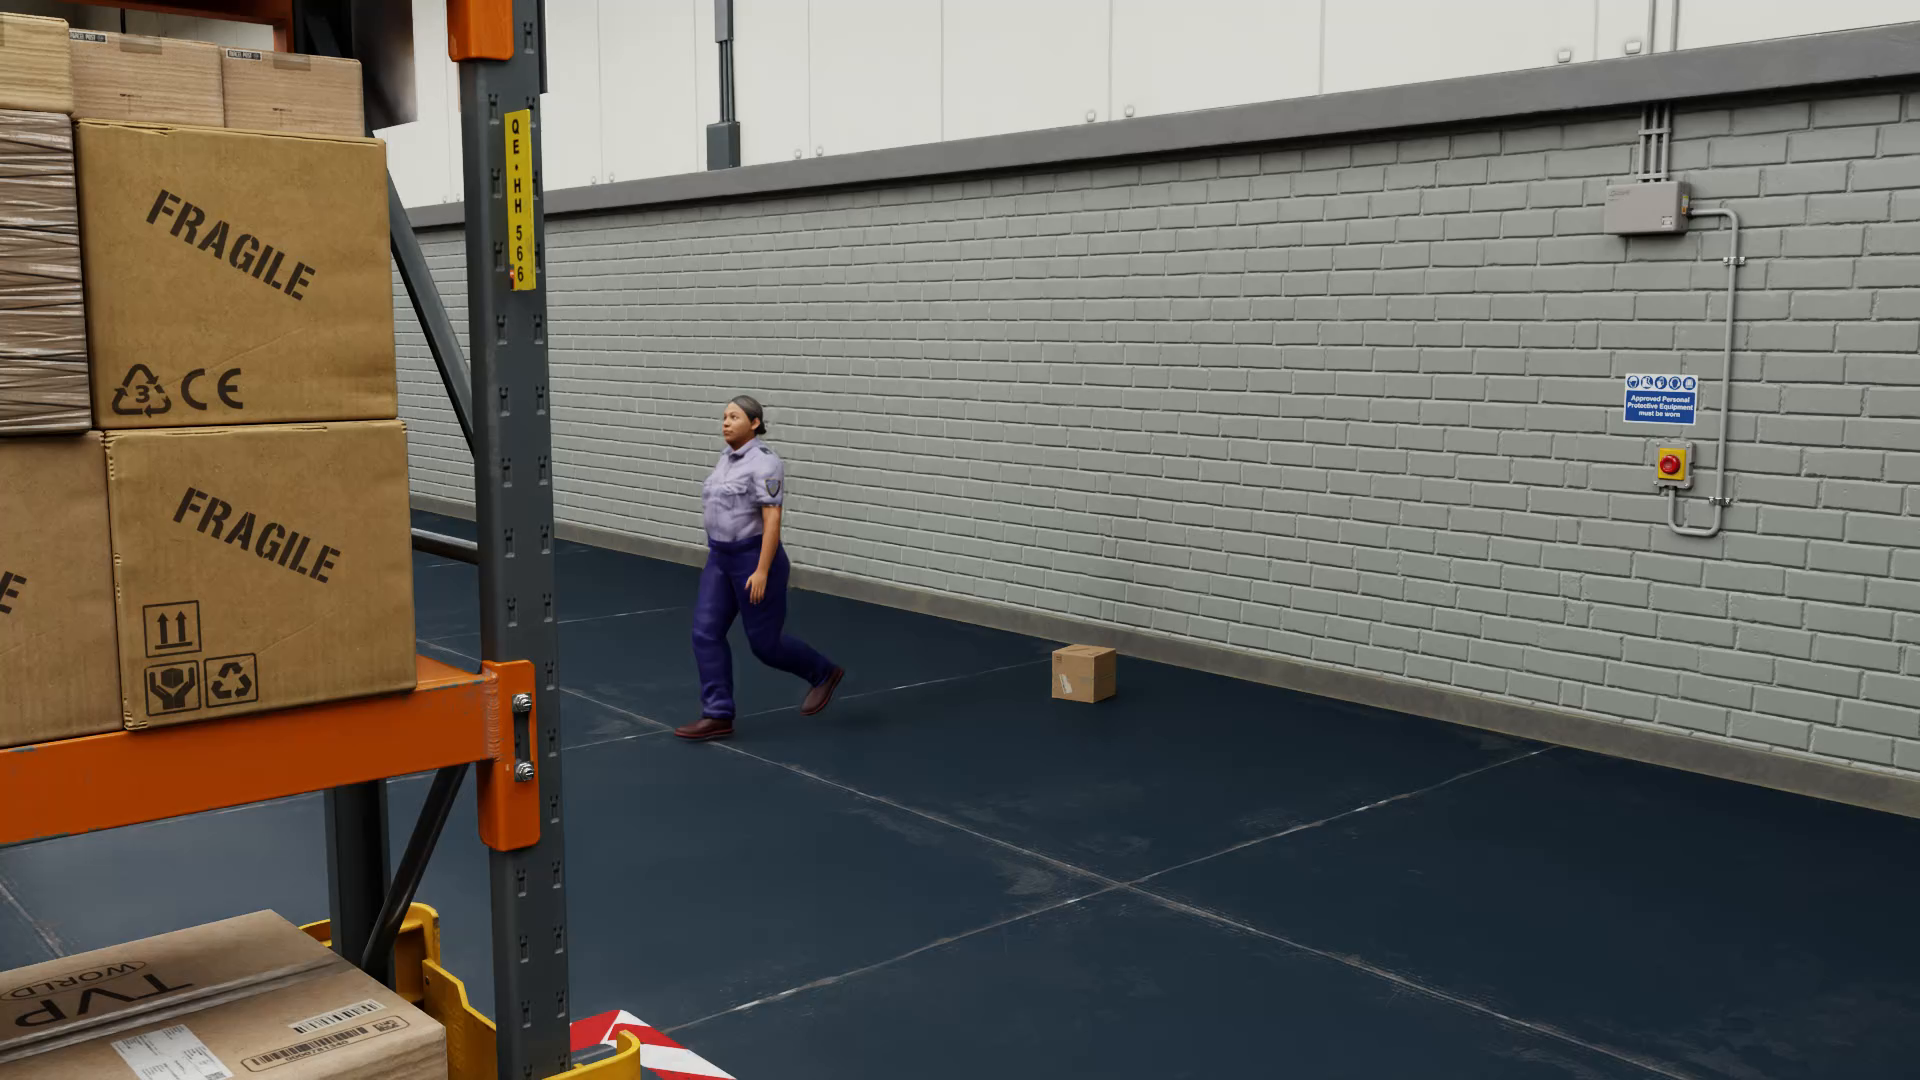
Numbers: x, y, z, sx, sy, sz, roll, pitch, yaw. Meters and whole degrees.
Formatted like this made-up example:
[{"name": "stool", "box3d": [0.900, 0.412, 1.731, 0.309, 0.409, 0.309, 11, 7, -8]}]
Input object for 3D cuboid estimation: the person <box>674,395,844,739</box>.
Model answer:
[{"name": "person", "box3d": [-0.974, 0.120, 7.924, 0.837, 1.593, 0.492, -6, 10, -41]}]
